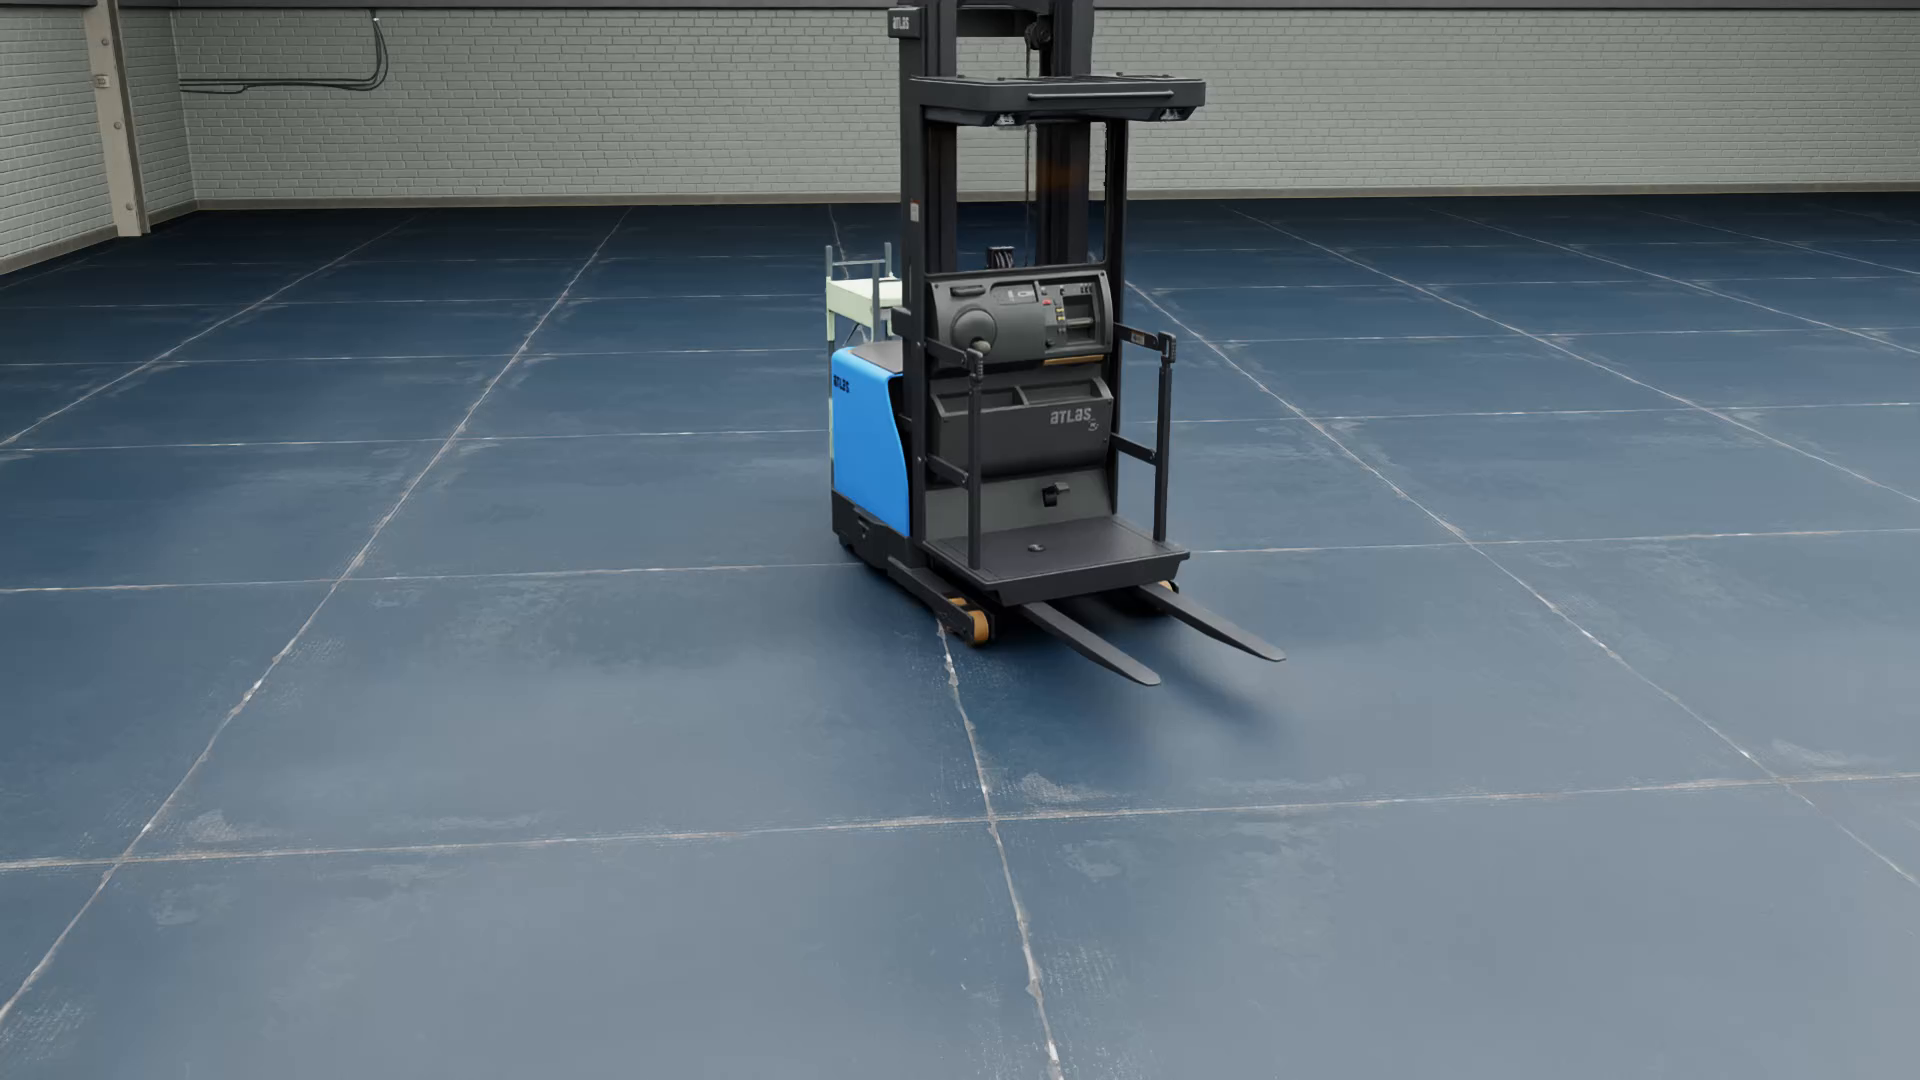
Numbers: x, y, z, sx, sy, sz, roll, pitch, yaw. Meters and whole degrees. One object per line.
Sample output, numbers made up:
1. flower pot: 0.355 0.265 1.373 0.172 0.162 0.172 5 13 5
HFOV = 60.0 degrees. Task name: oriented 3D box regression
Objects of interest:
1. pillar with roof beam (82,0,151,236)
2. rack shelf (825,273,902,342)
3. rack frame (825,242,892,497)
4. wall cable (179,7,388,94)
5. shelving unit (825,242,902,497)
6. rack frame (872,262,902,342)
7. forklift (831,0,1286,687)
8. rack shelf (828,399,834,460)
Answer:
1. pillar with roof beam: -6.724 -8.496 21.215 9.100 9.000 0.400 -2 18 -6
2. rack shelf: -0.437 -1.268 9.409 0.431 0.370 0.720 -8 19 -23
3. rack frame: -0.589 -0.995 9.844 0.400 1.500 0.023 -8 19 -23
4. wall cable: -9.994 -7.800 24.183 3.097 2.526 0.112 -2 18 -6
5. shelving unit: -0.437 -0.896 9.526 0.431 1.500 0.755 -8 19 -23
6. rack frame: -0.286 -0.796 9.208 0.400 1.500 0.023 -8 19 -23
7. forklift: 0.395 -1.061 7.664 1.130 2.935 3.031 -8 19 -24
8. rack shelf: -0.437 -0.584 9.623 0.431 0.370 0.720 -8 19 -23
